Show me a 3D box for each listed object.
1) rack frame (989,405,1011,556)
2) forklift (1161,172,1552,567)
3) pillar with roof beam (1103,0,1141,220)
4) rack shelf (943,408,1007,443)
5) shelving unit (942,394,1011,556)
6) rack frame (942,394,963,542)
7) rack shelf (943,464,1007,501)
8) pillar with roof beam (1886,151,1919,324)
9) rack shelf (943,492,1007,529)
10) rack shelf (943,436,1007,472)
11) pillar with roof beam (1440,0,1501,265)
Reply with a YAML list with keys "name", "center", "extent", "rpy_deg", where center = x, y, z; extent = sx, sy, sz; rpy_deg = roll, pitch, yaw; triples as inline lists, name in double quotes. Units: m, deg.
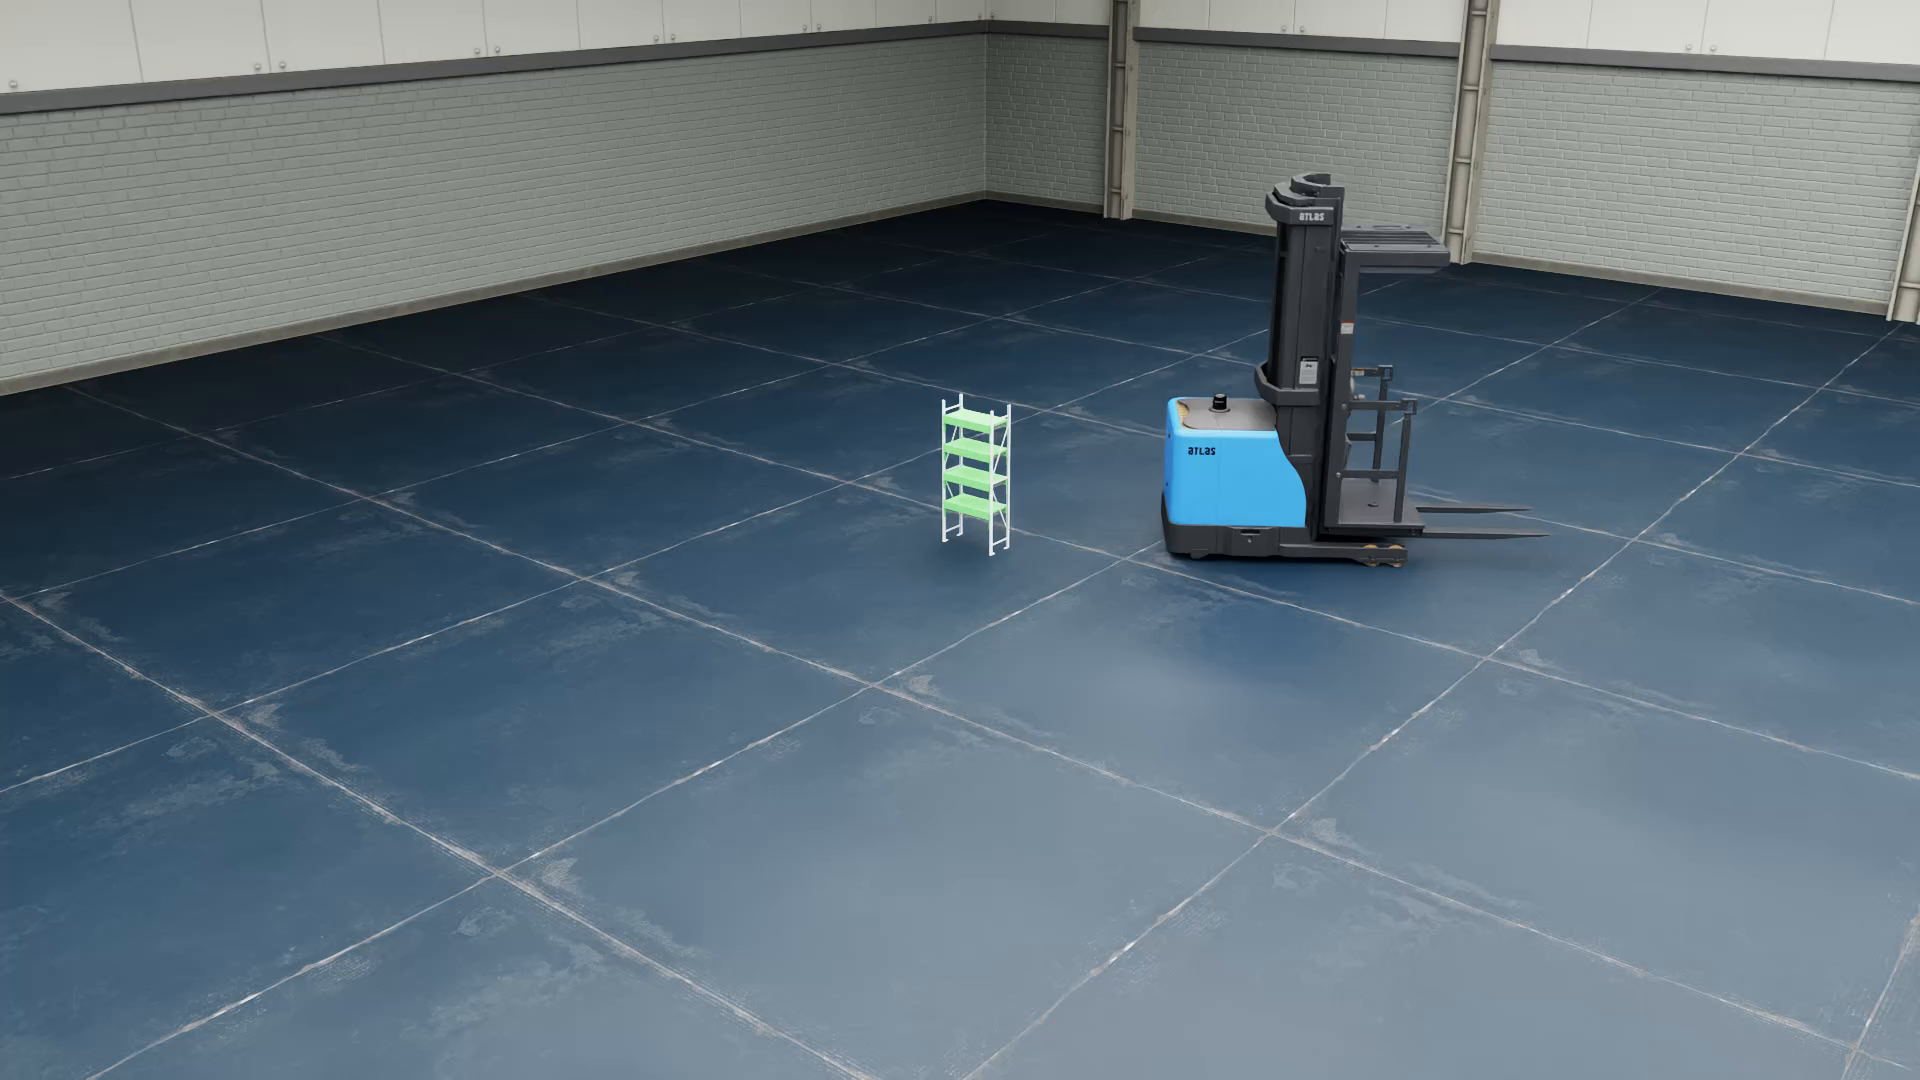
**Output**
- name: "rack frame"
  center: [0.317, -0.470, 13.214]
  extent: [0.015, 1.200, 0.240]
  rpy_deg: [16, 26, 36]
- name: "forklift"
  center: [3.188, -1.355, 13.107]
  extent: [3.031, 2.935, 1.130]
  rpy_deg: [1, 21, 3]
- name: "pillar with roof beam"
  center: [-0.047, -8.494, 23.439]
  extent: [0.400, 9.000, 9.100]
  rpy_deg: [16, 26, 36]
- name: "rack shelf"
  center: [0.128, -0.914, 13.212]
  extent: [0.480, 0.148, 0.258]
  rpy_deg: [16, 26, 36]
- name: "shelving unit"
  center: [0.128, -0.524, 13.359]
  extent: [0.503, 1.200, 0.258]
  rpy_deg: [16, 26, 36]
- name: "rack frame"
  center: [-0.061, -0.579, 13.503]
  extent: [0.015, 1.200, 0.240]
  rpy_deg: [16, 26, 36]
- name: "rack shelf"
  center: [0.128, -0.465, 13.381]
  extent: [0.480, 0.148, 0.258]
  rpy_deg: [16, 26, 36]
- name: "pillar with roof beam"
  center: [9.250, -5.817, 16.340]
  extent: [0.400, 9.000, 9.100]
  rpy_deg: [16, 26, 36]
- name: "rack shelf"
  center: [0.128, -0.240, 13.466]
  extent: [0.480, 0.148, 0.258]
  rpy_deg: [16, 26, 36]
- name: "rack shelf"
  center: [0.128, -0.689, 13.296]
  extent: [0.480, 0.148, 0.258]
  rpy_deg: [16, 26, 36]
- name: "pillar with roof beam"
  center: [4.602, -7.155, 19.889]
  extent: [0.400, 9.000, 9.100]
  rpy_deg: [16, 26, 36]
